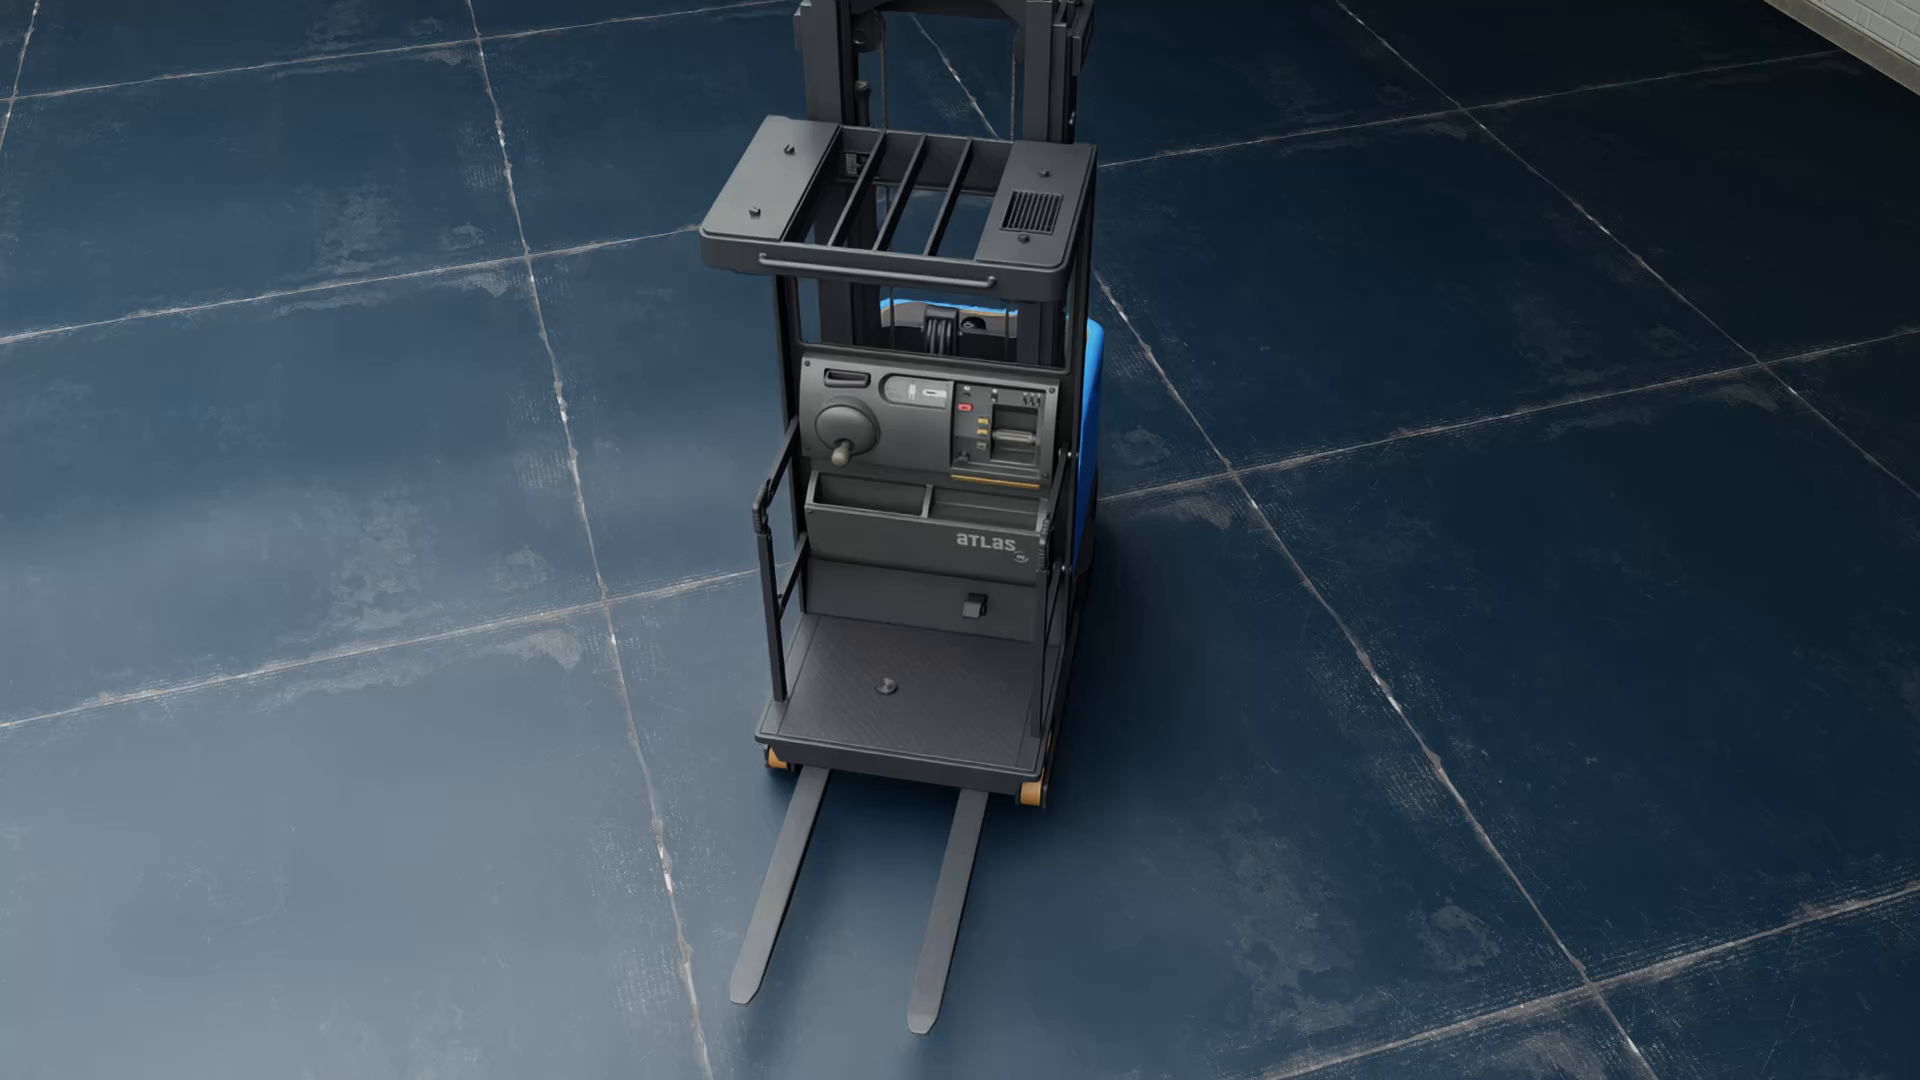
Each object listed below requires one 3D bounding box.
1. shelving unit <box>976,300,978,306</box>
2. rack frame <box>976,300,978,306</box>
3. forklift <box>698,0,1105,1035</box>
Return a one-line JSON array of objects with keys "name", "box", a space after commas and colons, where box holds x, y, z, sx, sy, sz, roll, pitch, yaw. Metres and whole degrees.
[{"name": "shelving unit", "box": [0.159, -0.651, 7.661, 0.210, 0.900, 0.258, 7, 42, 7]}, {"name": "rack frame", "box": [0.059, -0.663, 7.674, 0.006, 0.900, 0.240, 7, 42, 7]}, {"name": "forklift", "box": [-0.153, -0.344, 5.766, 1.130, 2.935, 3.031, 7, 42, 8]}]
